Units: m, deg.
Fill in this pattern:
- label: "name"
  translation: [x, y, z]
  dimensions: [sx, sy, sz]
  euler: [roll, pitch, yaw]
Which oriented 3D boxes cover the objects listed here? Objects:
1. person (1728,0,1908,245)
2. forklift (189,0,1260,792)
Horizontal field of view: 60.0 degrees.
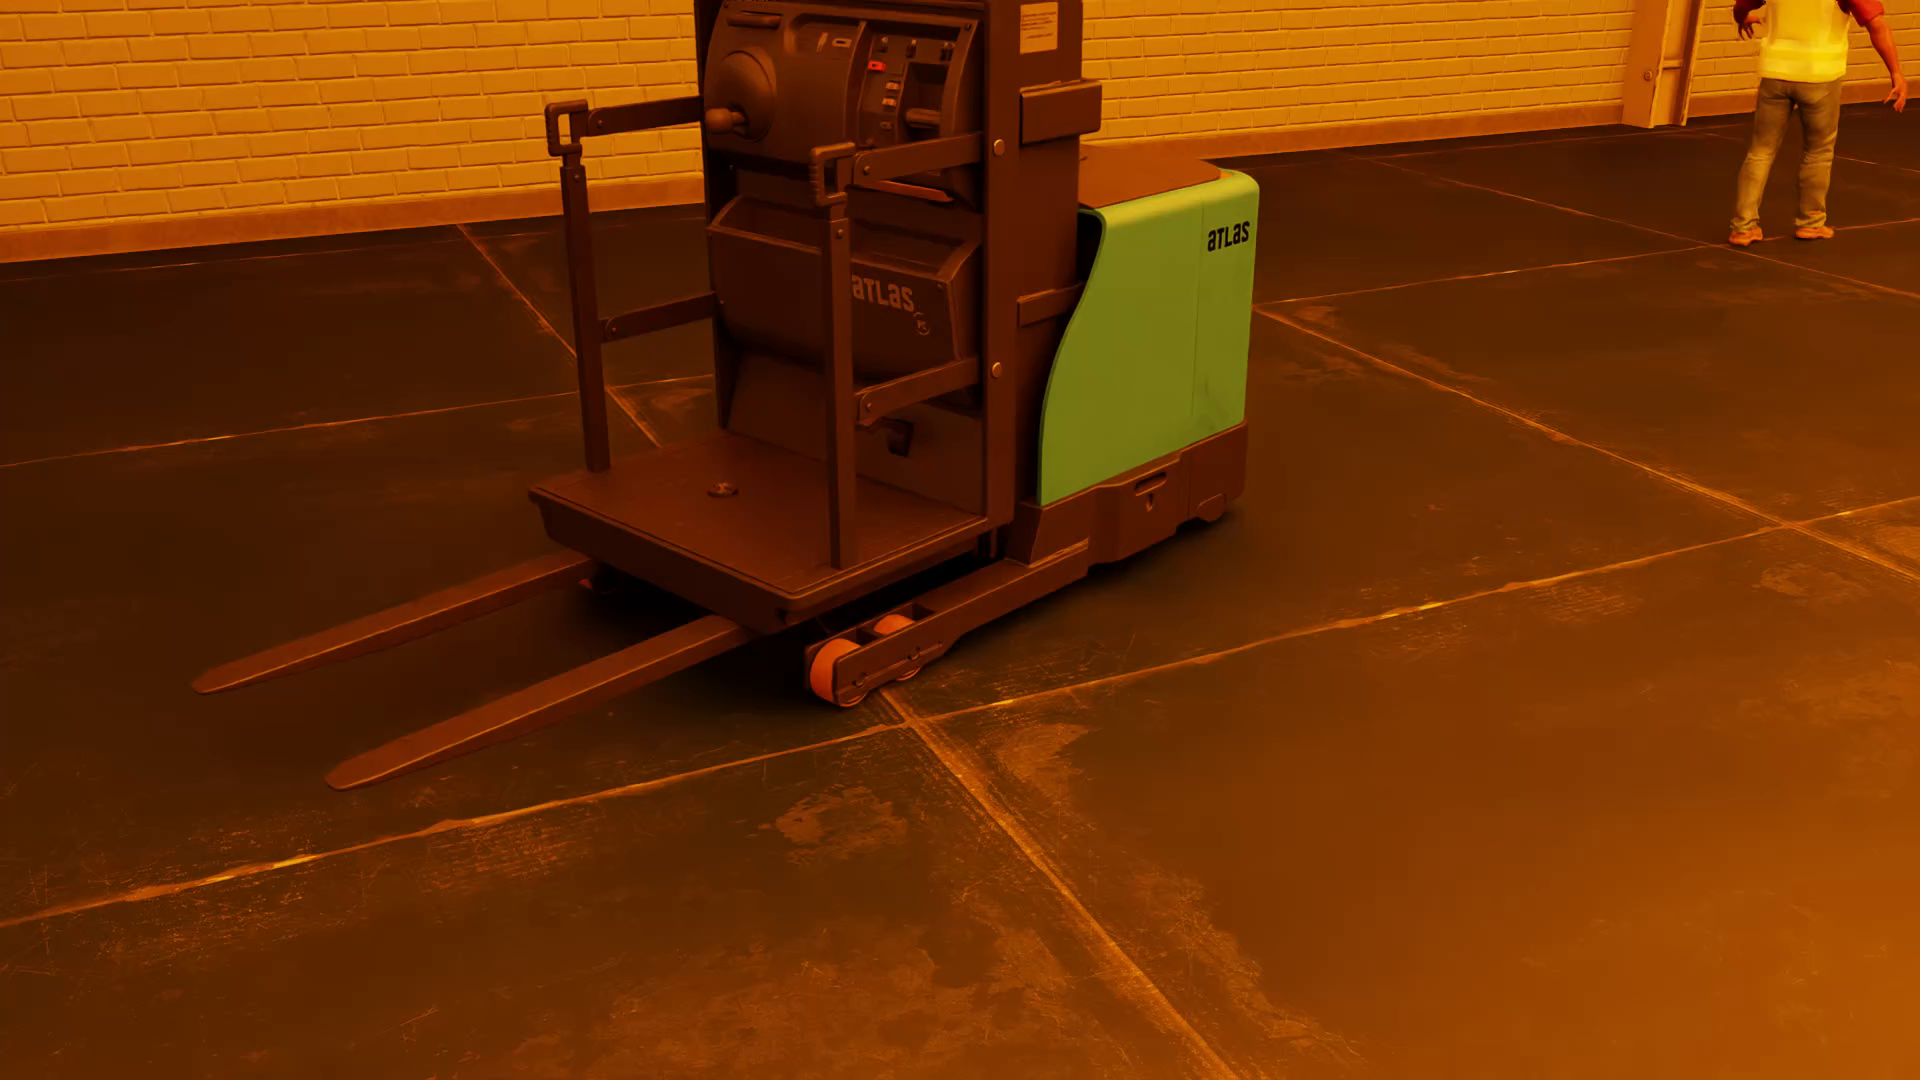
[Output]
- label: "person"
  translation: [4.475, -2.430, 8.710]
  dimensions: [0.737, 1.750, 1.045]
  euler: [-20, 30, -40]
- label: "forklift"
  translation: [-0.464, -1.161, 4.081]
  dimensions: [1.130, 2.935, 3.031]
  euler: [19, 29, 39]
